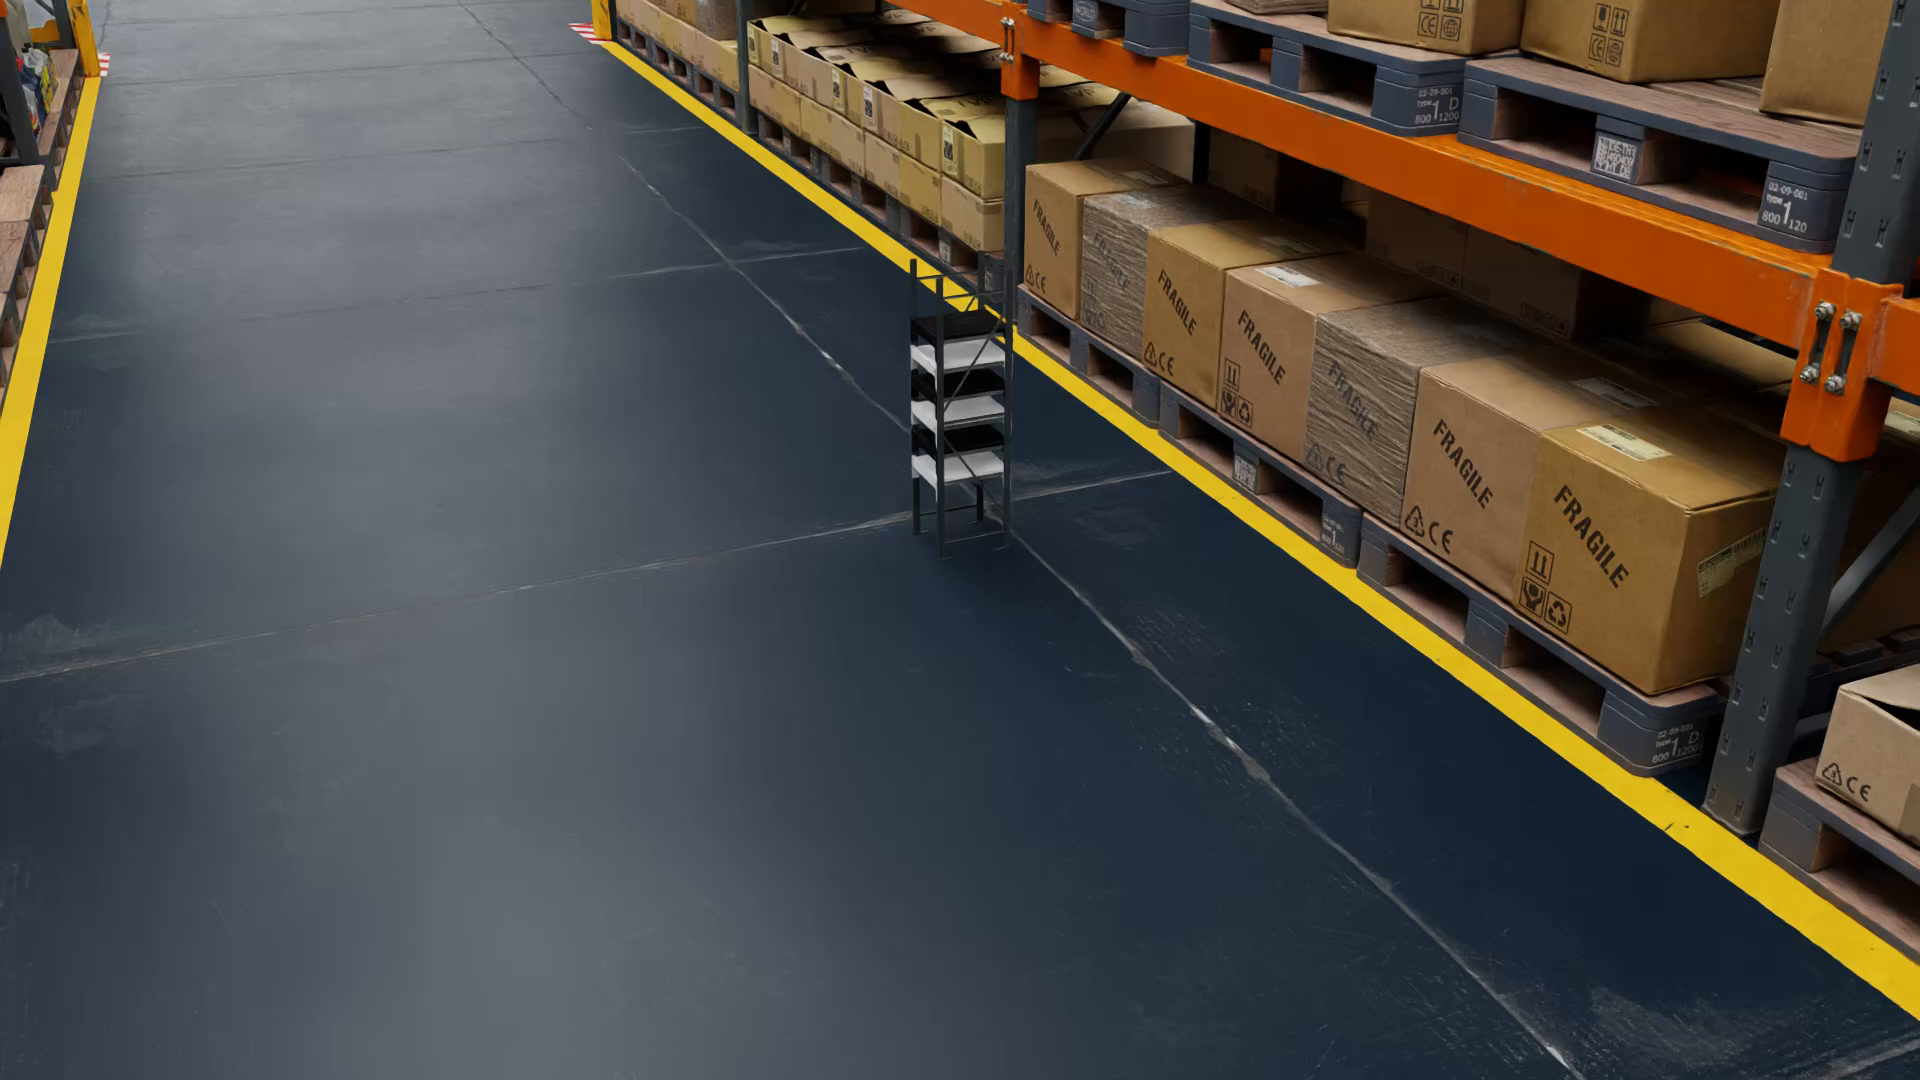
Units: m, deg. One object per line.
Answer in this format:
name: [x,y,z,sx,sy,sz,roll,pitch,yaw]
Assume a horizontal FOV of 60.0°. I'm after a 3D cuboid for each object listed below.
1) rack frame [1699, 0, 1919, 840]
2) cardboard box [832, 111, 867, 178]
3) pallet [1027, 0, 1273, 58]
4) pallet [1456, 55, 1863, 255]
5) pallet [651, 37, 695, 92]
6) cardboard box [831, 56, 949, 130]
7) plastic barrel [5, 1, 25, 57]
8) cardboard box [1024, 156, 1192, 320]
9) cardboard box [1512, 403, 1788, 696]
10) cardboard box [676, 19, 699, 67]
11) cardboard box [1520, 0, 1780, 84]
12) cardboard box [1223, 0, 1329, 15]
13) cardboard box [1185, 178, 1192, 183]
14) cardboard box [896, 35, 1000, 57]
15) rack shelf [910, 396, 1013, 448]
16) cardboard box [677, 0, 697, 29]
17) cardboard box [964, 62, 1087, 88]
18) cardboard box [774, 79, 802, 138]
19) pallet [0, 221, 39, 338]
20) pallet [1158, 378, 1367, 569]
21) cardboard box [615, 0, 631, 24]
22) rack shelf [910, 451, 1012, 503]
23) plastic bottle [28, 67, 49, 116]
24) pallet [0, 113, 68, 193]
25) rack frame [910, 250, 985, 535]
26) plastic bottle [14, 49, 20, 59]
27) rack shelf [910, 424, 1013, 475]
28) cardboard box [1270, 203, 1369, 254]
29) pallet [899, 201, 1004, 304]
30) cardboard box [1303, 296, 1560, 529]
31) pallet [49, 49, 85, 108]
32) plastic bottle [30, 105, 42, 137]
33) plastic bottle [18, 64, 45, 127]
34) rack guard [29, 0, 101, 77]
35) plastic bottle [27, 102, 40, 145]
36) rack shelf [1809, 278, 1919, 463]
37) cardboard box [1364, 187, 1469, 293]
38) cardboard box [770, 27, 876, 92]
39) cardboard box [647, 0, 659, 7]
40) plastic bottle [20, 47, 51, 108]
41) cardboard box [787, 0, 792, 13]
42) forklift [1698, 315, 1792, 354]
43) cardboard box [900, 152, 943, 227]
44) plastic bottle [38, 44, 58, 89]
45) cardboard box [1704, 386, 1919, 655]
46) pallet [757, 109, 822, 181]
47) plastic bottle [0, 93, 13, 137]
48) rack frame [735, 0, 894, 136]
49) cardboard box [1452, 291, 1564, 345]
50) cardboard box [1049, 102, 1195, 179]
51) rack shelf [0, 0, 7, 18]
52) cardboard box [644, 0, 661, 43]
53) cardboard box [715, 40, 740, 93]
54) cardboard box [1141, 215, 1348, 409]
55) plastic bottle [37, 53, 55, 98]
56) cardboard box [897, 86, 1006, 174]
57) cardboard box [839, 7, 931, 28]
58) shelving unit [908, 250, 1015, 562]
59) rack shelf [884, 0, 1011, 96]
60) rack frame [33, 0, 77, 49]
rack frame: [2.236,-0.767,3.403,1.000,3.000,0.127,-11,28,-21]
cardboard box: [-0.364,-2.124,8.837,0.500,0.250,0.500,-10,28,-20]
pallet: [1.000,-2.034,6.217,1.213,0.211,1.003,-11,28,-21]
pallet: [2.023,-1.023,4.144,1.003,0.211,1.213,-11,28,-21]
pallet: [-1.652,-3.566,12.312,1.003,0.211,1.213,-11,28,-21]
cardboard box: [-0.361,-2.372,8.706,0.500,0.311,0.500,-10,28,-19]
plastic barrel: [-6.498,-3.378,11.107,0.421,0.512,0.421,0,26,0]
cardboard box: [0.585,-1.224,6.685,0.500,0.500,0.500,-9,28,-18]
cardboard box: [1.779,0.008,4.162,0.500,0.500,0.500,-11,28,-21]
cardboard box: [-1.676,-3.503,11.660,0.500,0.250,0.500,-11,28,-21]
cardboard box: [1.929,-1.497,4.306,0.700,0.500,0.500,-6,27,-12]
cardboard box: [1.202,-1.979,5.292,0.700,0.500,0.500,-5,27,-11]
cardboard box: [0.735,-1.597,7.758,0.500,0.250,0.500,-11,28,-21]
cardboard box: [-0.072,-2.677,9.330,0.500,0.311,0.500,-11,28,-21]
rack shelf: [0.003,-0.371,5.060,0.258,0.077,0.200,-11,28,-21]
cardboard box: [-1.664,-3.842,11.500,0.500,0.500,0.500,-11,28,-21]
cardboard box: [0.324,-2.266,8.489,0.500,0.311,0.500,-11,28,-22]
cardboard box: [-0.768,-2.538,9.685,0.500,0.250,0.500,-10,28,-19]
pallet: [-4.631,-1.091,7.243,1.003,0.211,1.213,-11,28,-21]
pallet: [1.401,-0.329,5.684,1.003,0.211,1.213,-11,28,-21]
cardboard box: [-2.458,-4.310,13.314,0.500,0.250,0.500,-11,28,-21]
rack shelf: [0.003,-0.209,5.139,0.258,0.077,0.200,-11,28,-21]
plastic bottle: [-5.491,-2.672,9.898,0.061,0.283,0.133,-9,28,-18]
pallet: [-5.681,-2.173,9.459,1.003,0.211,1.213,-11,28,-21]
rack frame: [-0.037,-0.442,5.130,0.240,0.900,0.006,-11,28,-21]
plastic bottle: [-5.924,-2.948,10.464,0.061,0.283,0.133,-11,28,-21]
rack shelf: [0.003,-0.290,5.100,0.258,0.077,0.200,-11,28,-21]
cardboard box: [1.454,-0.910,6.043,0.500,0.500,0.500,-12,28,-22]
pallet: [0.383,-1.468,8.017,1.003,0.211,1.213,-11,28,-21]
cardboard box: [1.397,-0.395,4.988,0.500,0.500,0.500,-10,28,-20]
pallet: [-6.636,-3.158,11.477,1.003,0.211,1.213,-11,28,-21]
plastic bottle: [-5.257,-2.374,9.381,0.097,0.201,0.097,0,26,0]
plastic bottle: [-5.390,-2.552,9.576,0.144,0.351,0.185,-10,28,-19]
rack guard: [-6.950,-3.616,12.087,1.175,0.500,0.348,-11,28,-21]
plastic bottle: [-5.178,-2.323,9.197,0.097,0.271,0.097,0,26,0]
rack shelf: [3.019,0.363,1.907,1.077,0.370,4.000,-11,28,-21]
cardboard box: [1.682,-1.022,5.417,0.500,0.250,0.500,-11,28,-22]
cardboard box: [-0.773,-2.790,9.561,0.500,0.311,0.500,-11,28,-21]
cardboard box: [-2.053,-4.246,12.328,0.500,0.500,0.500,-11,28,-21]
plastic bottle: [-5.631,-2.800,10.083,0.144,0.351,0.185,-11,28,-21]
cardboard box: [-0.994,-3.729,11.269,0.500,0.500,0.500,-11,28,-21]
forklift: [3.314,-2.304,6.629,3.031,2.935,1.130,-17,31,-30]
cardboard box: [0.034,-1.713,7.996,0.500,0.250,0.500,-11,28,-21]
plastic bottle: [-5.837,-3.029,10.630,0.061,0.283,0.133,-10,28,-19]
cardboard box: [2.271,-0.079,4.341,0.500,0.500,0.500,-12,28,-23]
pallet: [-0.573,-2.453,10.034,1.003,0.211,1.213,-11,28,-21]
plastic bottle: [-5.427,-2.436,9.415,0.061,0.283,0.133,-11,28,-21]
rack frame: [-0.897,-3.997,10.018,1.000,3.000,0.127,-11,28,-21]
cardboard box: [1.863,-0.495,5.194,0.500,0.500,0.500,-10,28,-20]
cardboard box: [0.735,-1.849,7.635,0.500,0.311,0.500,-10,28,-19]
rack shelf: [-4.673,-2.017,6.782,1.077,0.370,4.000,-11,28,-21]
cardboard box: [-2.064,-3.907,12.489,0.500,0.250,0.500,-11,28,-21]
cardboard box: [-1.280,-3.100,10.835,0.500,0.250,0.500,-11,28,-21]
cardboard box: [0.987,-0.810,5.838,0.500,0.500,0.500,-11,28,-21]
plastic bottle: [-5.772,-2.907,10.389,0.152,0.276,0.135,-11,28,-22]
cardboard box: [0.028,-1.965,7.872,0.500,0.311,0.500,-11,28,-21]
cardboard box: [-0.475,-3.088,10.172,0.500,0.311,0.500,-11,28,-21]
shelving unit: [0.003,-0.401,5.046,0.258,0.900,0.210,-11,28,-21]
rack shelf: [-0.114,-2.866,8.522,1.077,0.370,4.000,-11,28,-21]
rack frame: [-7.023,-4.762,11.585,1.000,3.000,0.127,-11,28,-21]
